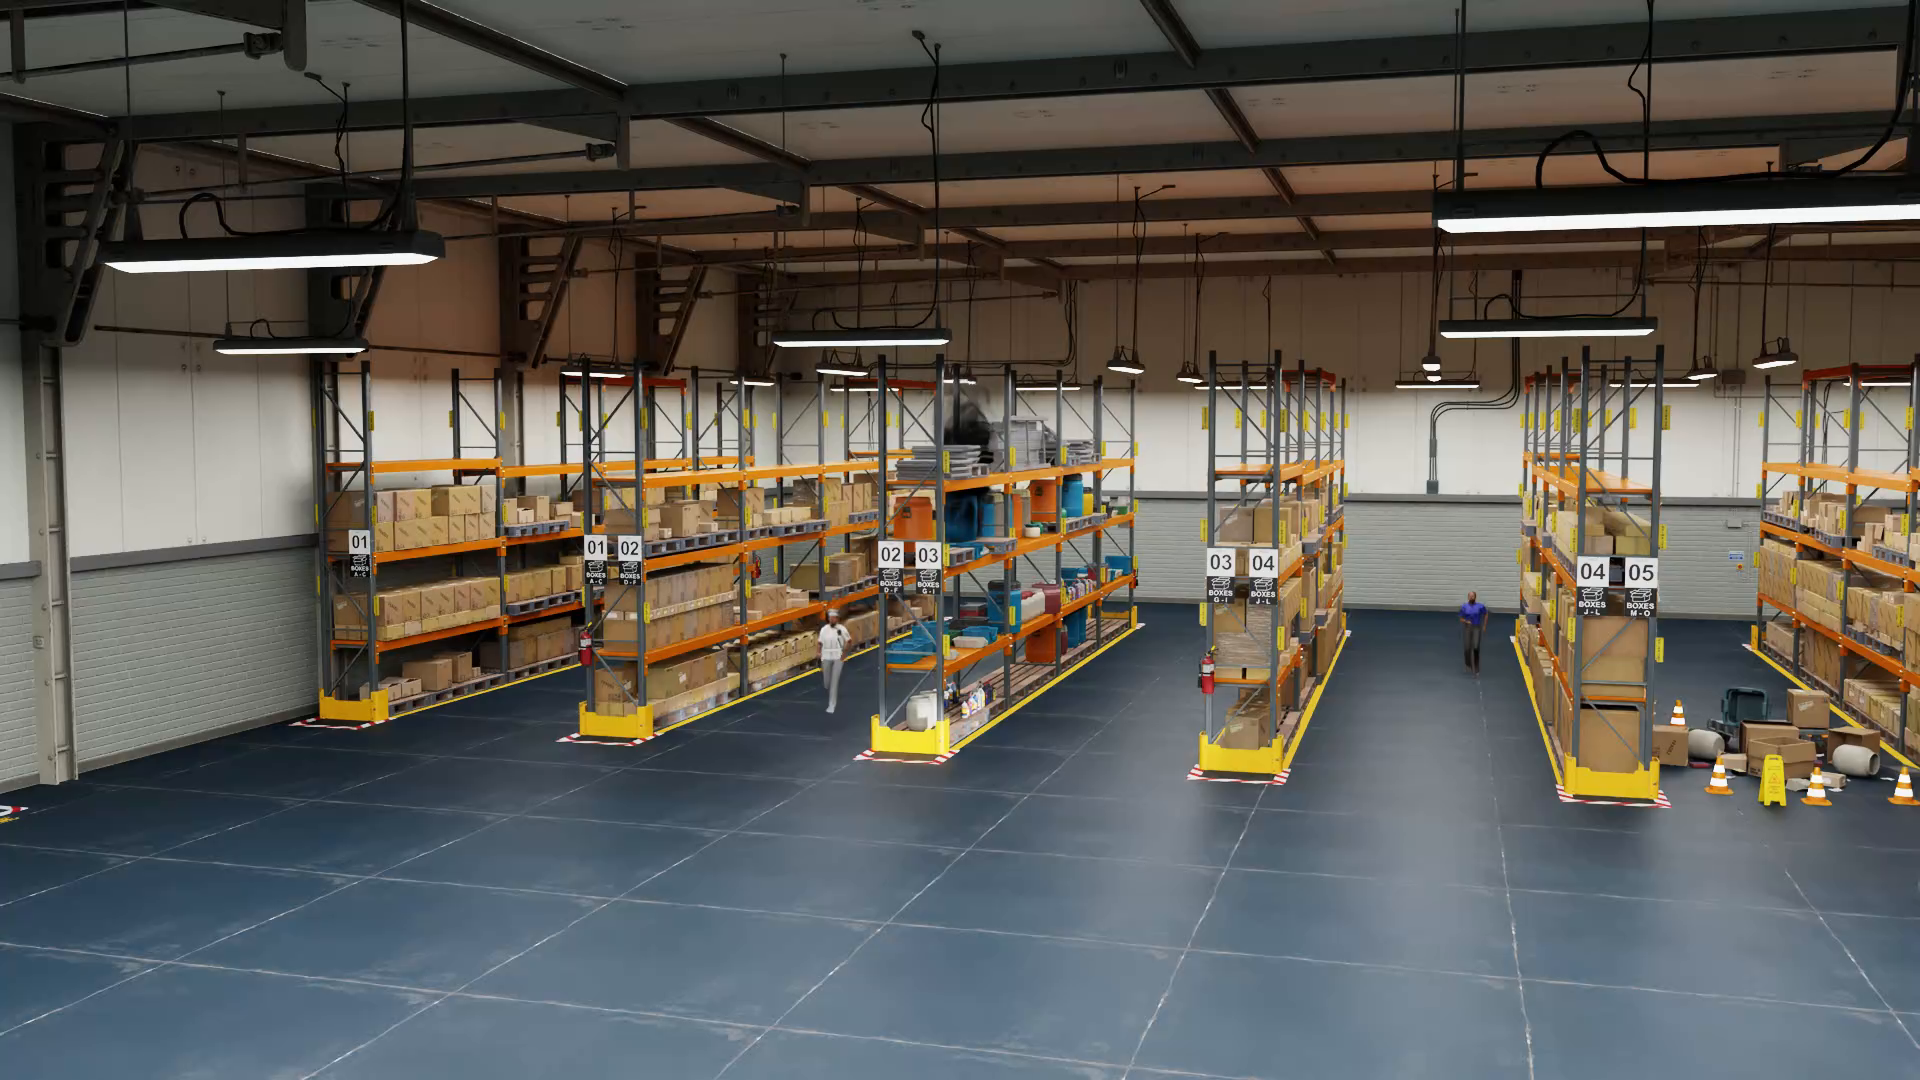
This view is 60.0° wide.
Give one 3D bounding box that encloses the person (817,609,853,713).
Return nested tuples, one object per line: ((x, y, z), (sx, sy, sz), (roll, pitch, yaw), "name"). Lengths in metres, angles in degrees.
((-2.050, 1.942, 27.086), (0.577, 1.672, 0.737), (0, 4, 6), "person")

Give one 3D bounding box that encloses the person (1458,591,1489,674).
((10.152, 1.828, 32.922), (0.549, 1.649, 0.699), (2, 4, 22), "person")
